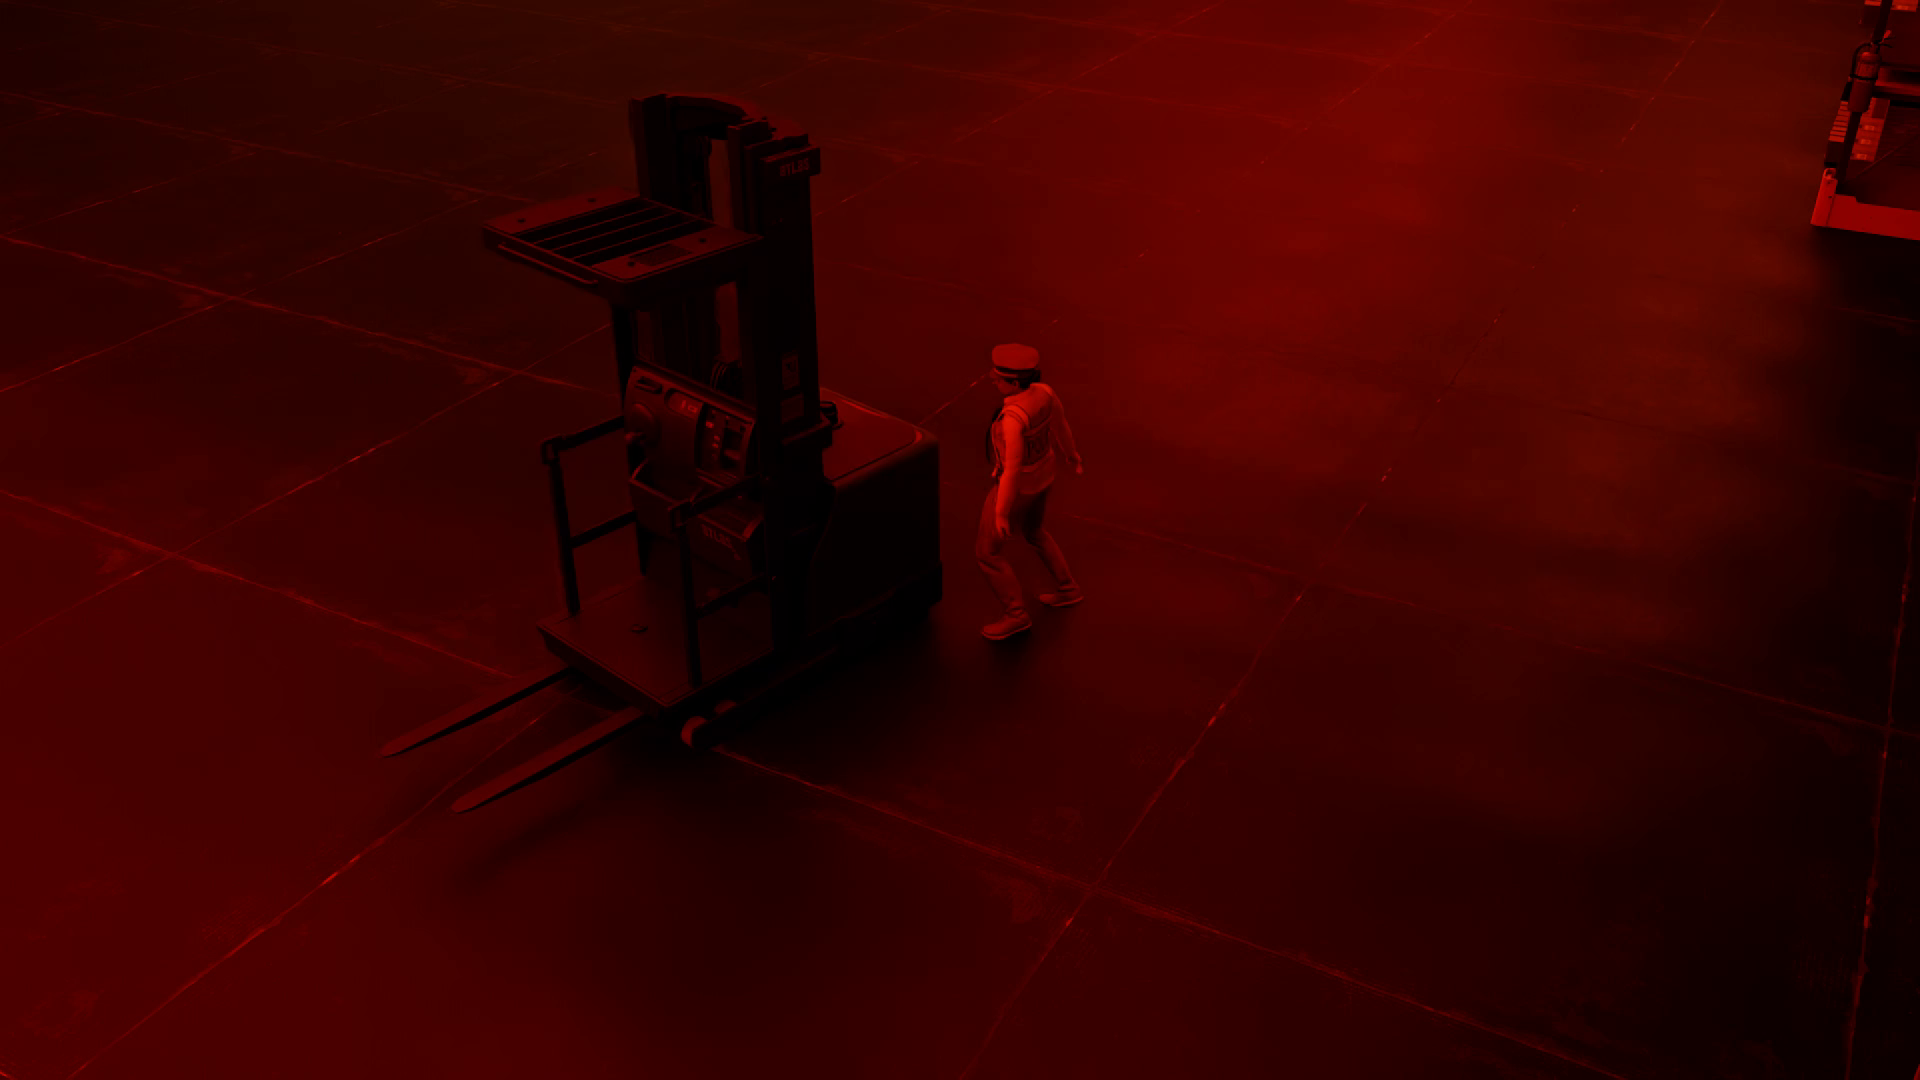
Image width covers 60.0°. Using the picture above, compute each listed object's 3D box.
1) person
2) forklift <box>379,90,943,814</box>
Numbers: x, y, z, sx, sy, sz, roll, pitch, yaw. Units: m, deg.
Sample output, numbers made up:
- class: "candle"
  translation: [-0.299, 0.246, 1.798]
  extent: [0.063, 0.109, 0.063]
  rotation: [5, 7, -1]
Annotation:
- class: "person"
  translation: [0.418, -0.286, 8.945]
  extent: [0.463, 1.623, 0.815]
  rotation: [18, 35, 28]
- class: "forklift"
  translation: [-1.466, -0.521, 7.974]
  extent: [1.130, 2.935, 3.031]
  rotation: [25, 38, 36]
